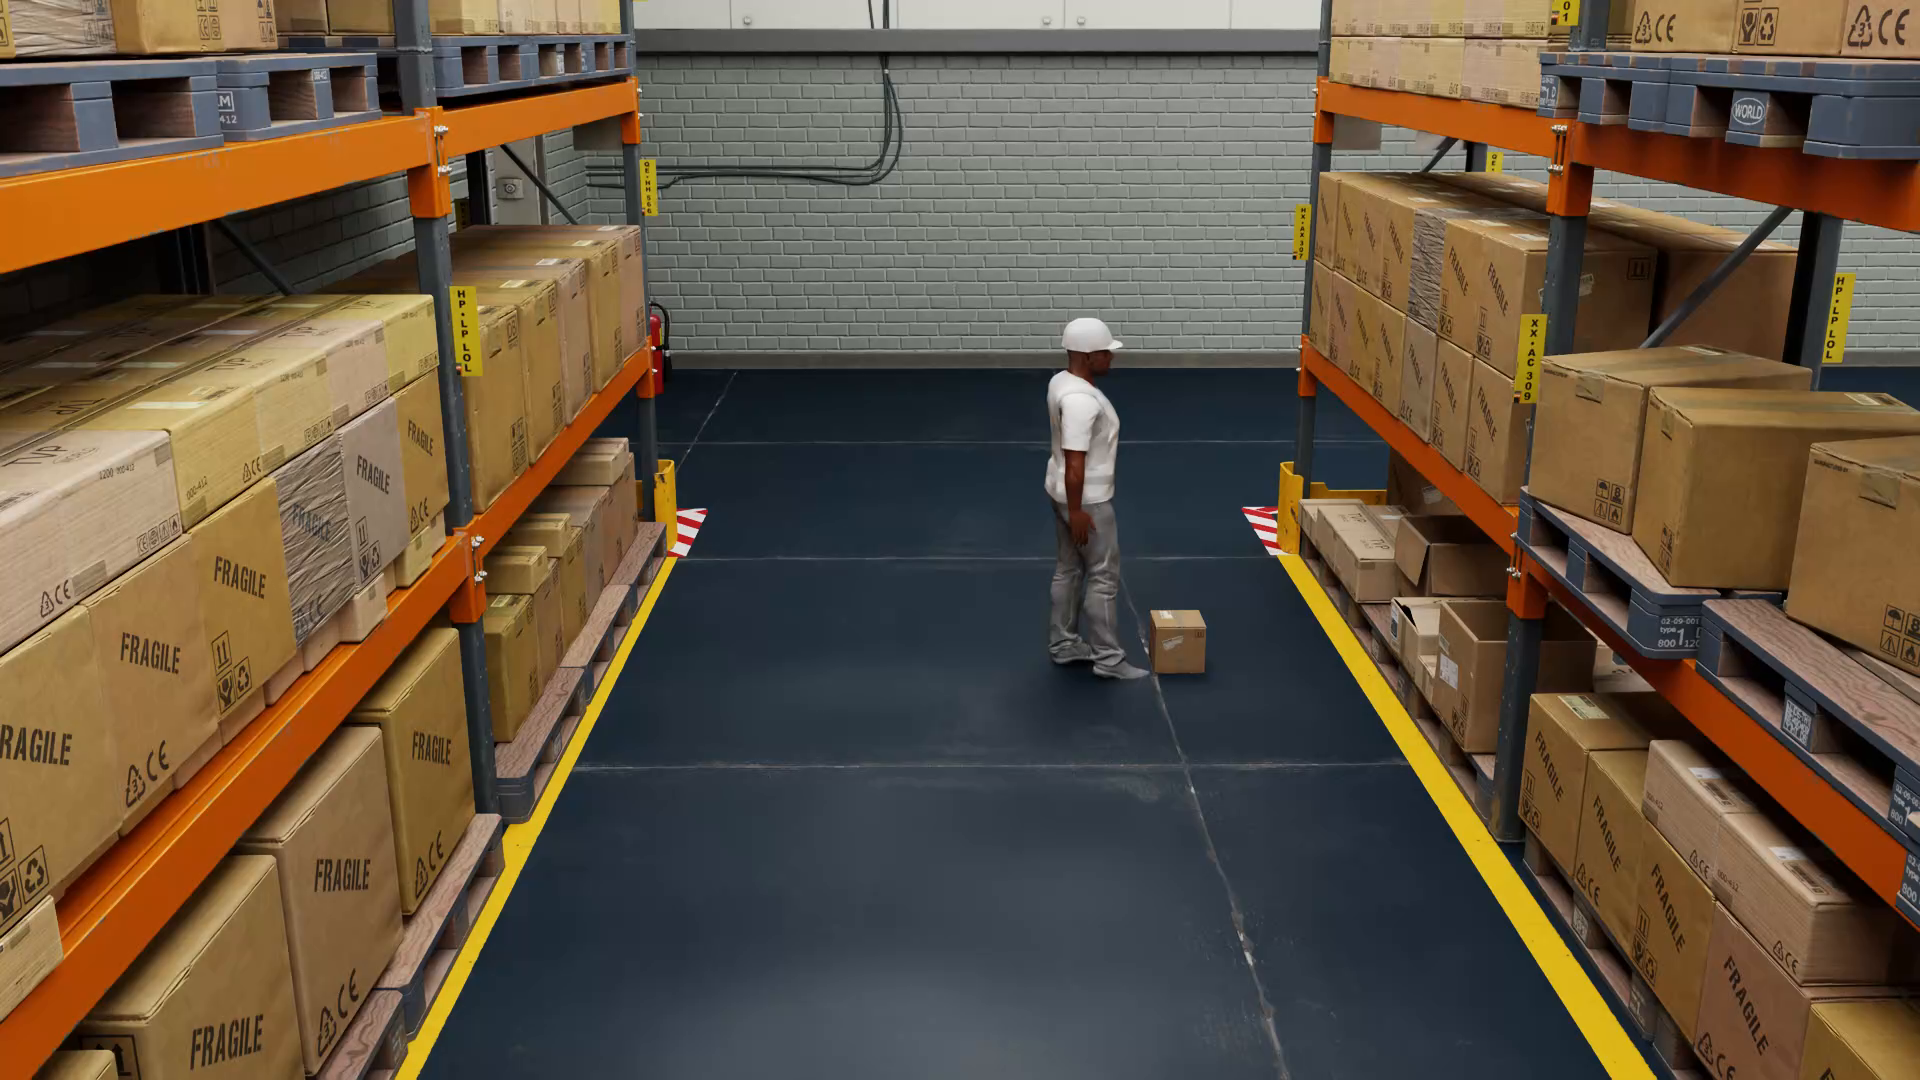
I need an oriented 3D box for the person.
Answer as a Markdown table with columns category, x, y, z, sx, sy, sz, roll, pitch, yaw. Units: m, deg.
| category | x | y | z | sx | sy | sz | roll | pitch | yaw |
| --- | --- | --- | --- | --- | --- | --- | --- | --- | --- |
| person | 0.678 | -0.205 | 8.212 | 0.511 | 1.804 | 0.602 | -3 | 17 | -8 |
